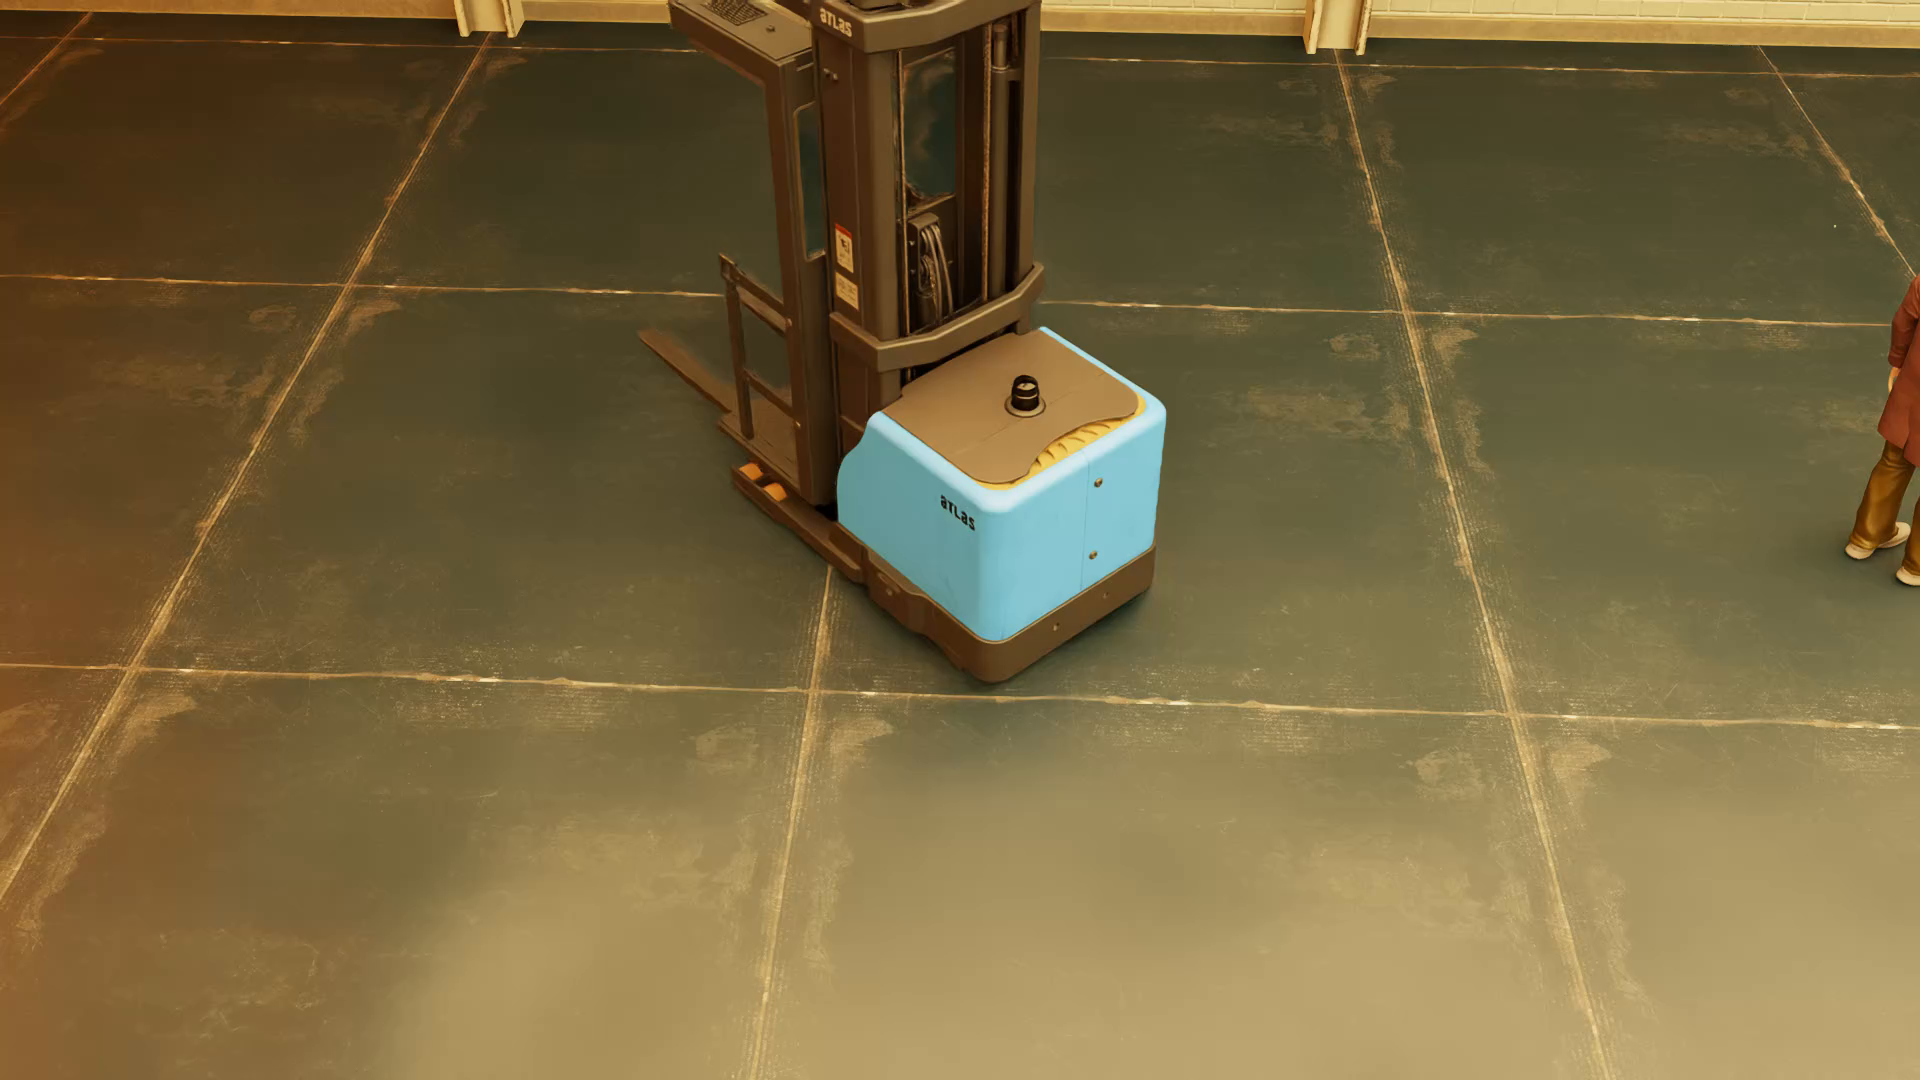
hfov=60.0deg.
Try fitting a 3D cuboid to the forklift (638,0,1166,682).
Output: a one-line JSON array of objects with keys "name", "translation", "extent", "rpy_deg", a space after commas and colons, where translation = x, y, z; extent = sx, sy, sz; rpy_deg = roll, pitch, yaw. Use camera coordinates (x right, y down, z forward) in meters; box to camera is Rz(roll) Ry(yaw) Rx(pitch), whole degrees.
[{"name": "forklift", "translation": [-0.463, -1.392, 7.267], "extent": [1.130, 2.935, 3.031], "rpy_deg": [-30, 50, -29]}]

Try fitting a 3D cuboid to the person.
[{"name": "person", "translation": [4.356, -0.614, 7.259], "extent": [0.580, 1.777, 0.698], "rpy_deg": [-11, 43, -11]}]
